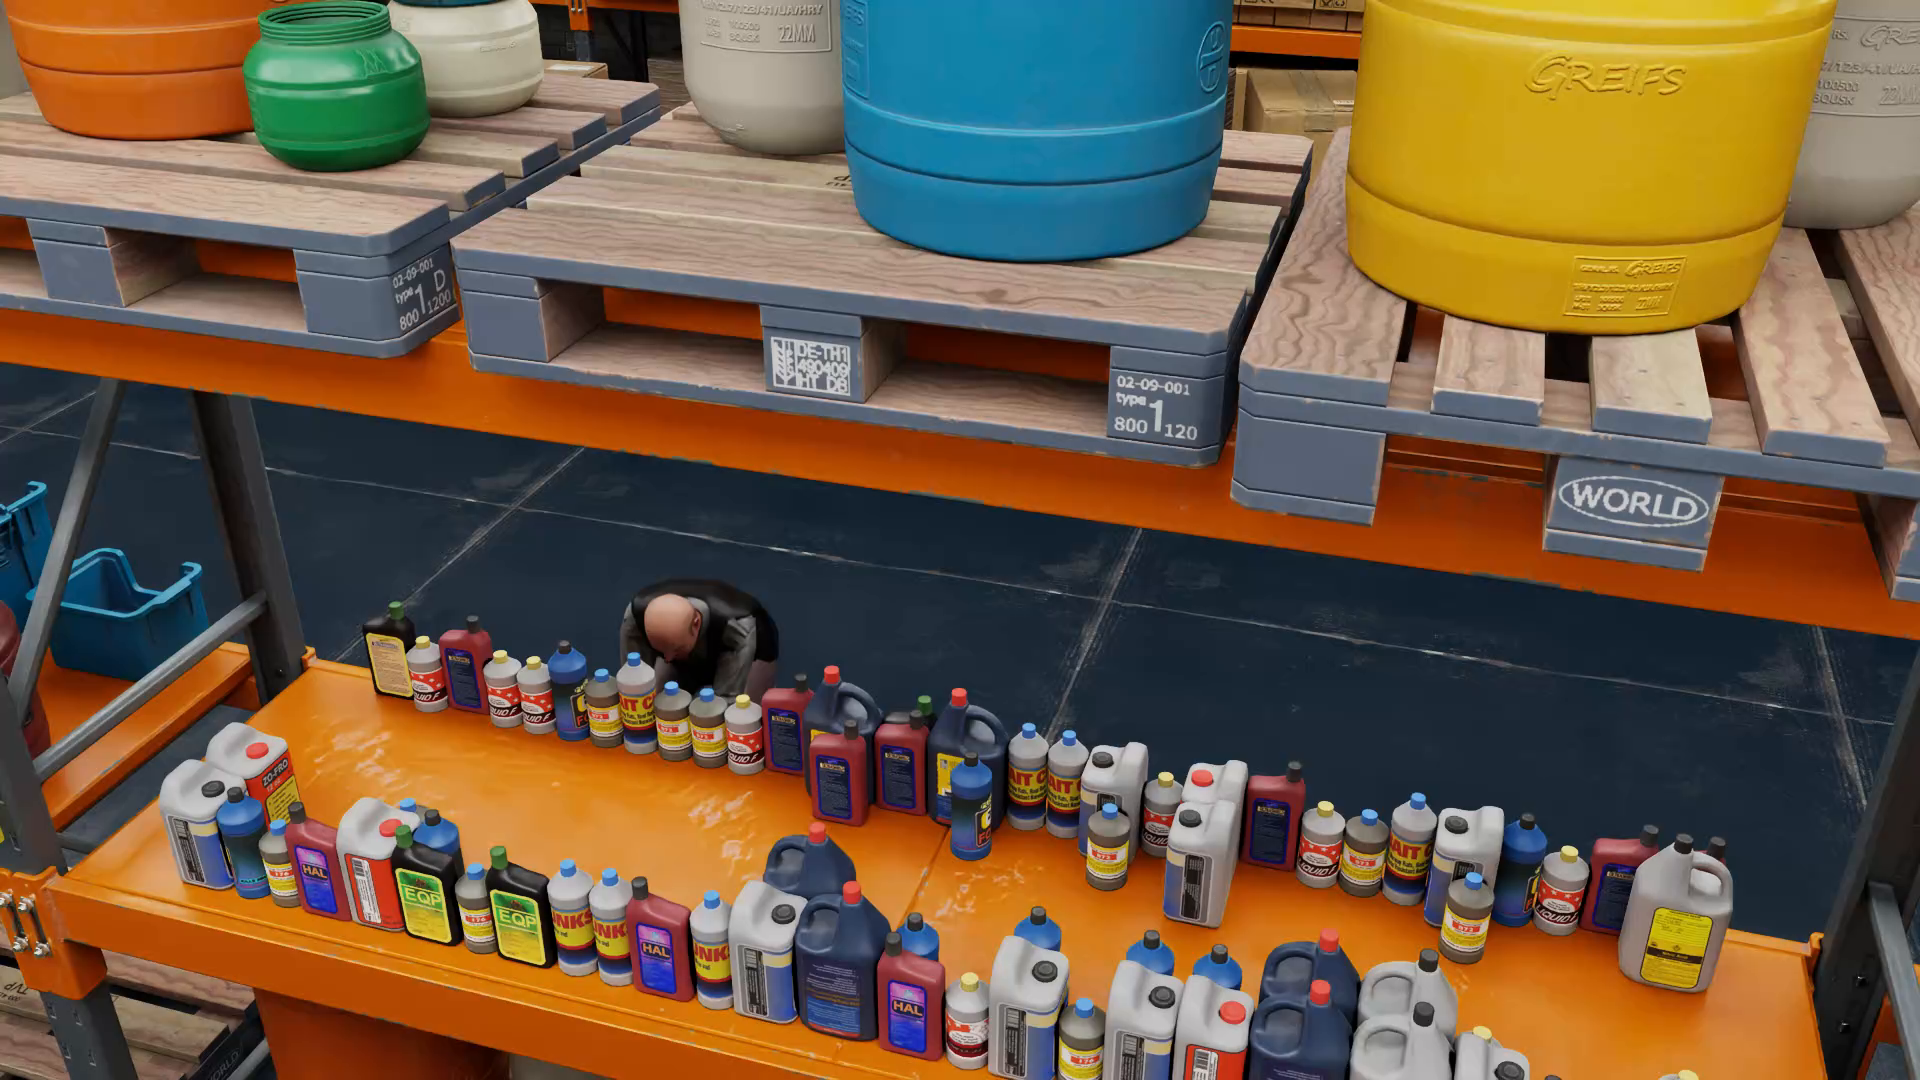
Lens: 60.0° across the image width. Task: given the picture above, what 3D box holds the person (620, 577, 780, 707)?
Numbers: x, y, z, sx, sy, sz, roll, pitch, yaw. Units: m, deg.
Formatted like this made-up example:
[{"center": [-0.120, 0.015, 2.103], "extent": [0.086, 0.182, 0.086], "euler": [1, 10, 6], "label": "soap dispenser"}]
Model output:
[{"center": [-0.944, 0.486, 6.052], "extent": [0.515, 0.984, 0.843], "euler": [8, 30, 14], "label": "person"}]
